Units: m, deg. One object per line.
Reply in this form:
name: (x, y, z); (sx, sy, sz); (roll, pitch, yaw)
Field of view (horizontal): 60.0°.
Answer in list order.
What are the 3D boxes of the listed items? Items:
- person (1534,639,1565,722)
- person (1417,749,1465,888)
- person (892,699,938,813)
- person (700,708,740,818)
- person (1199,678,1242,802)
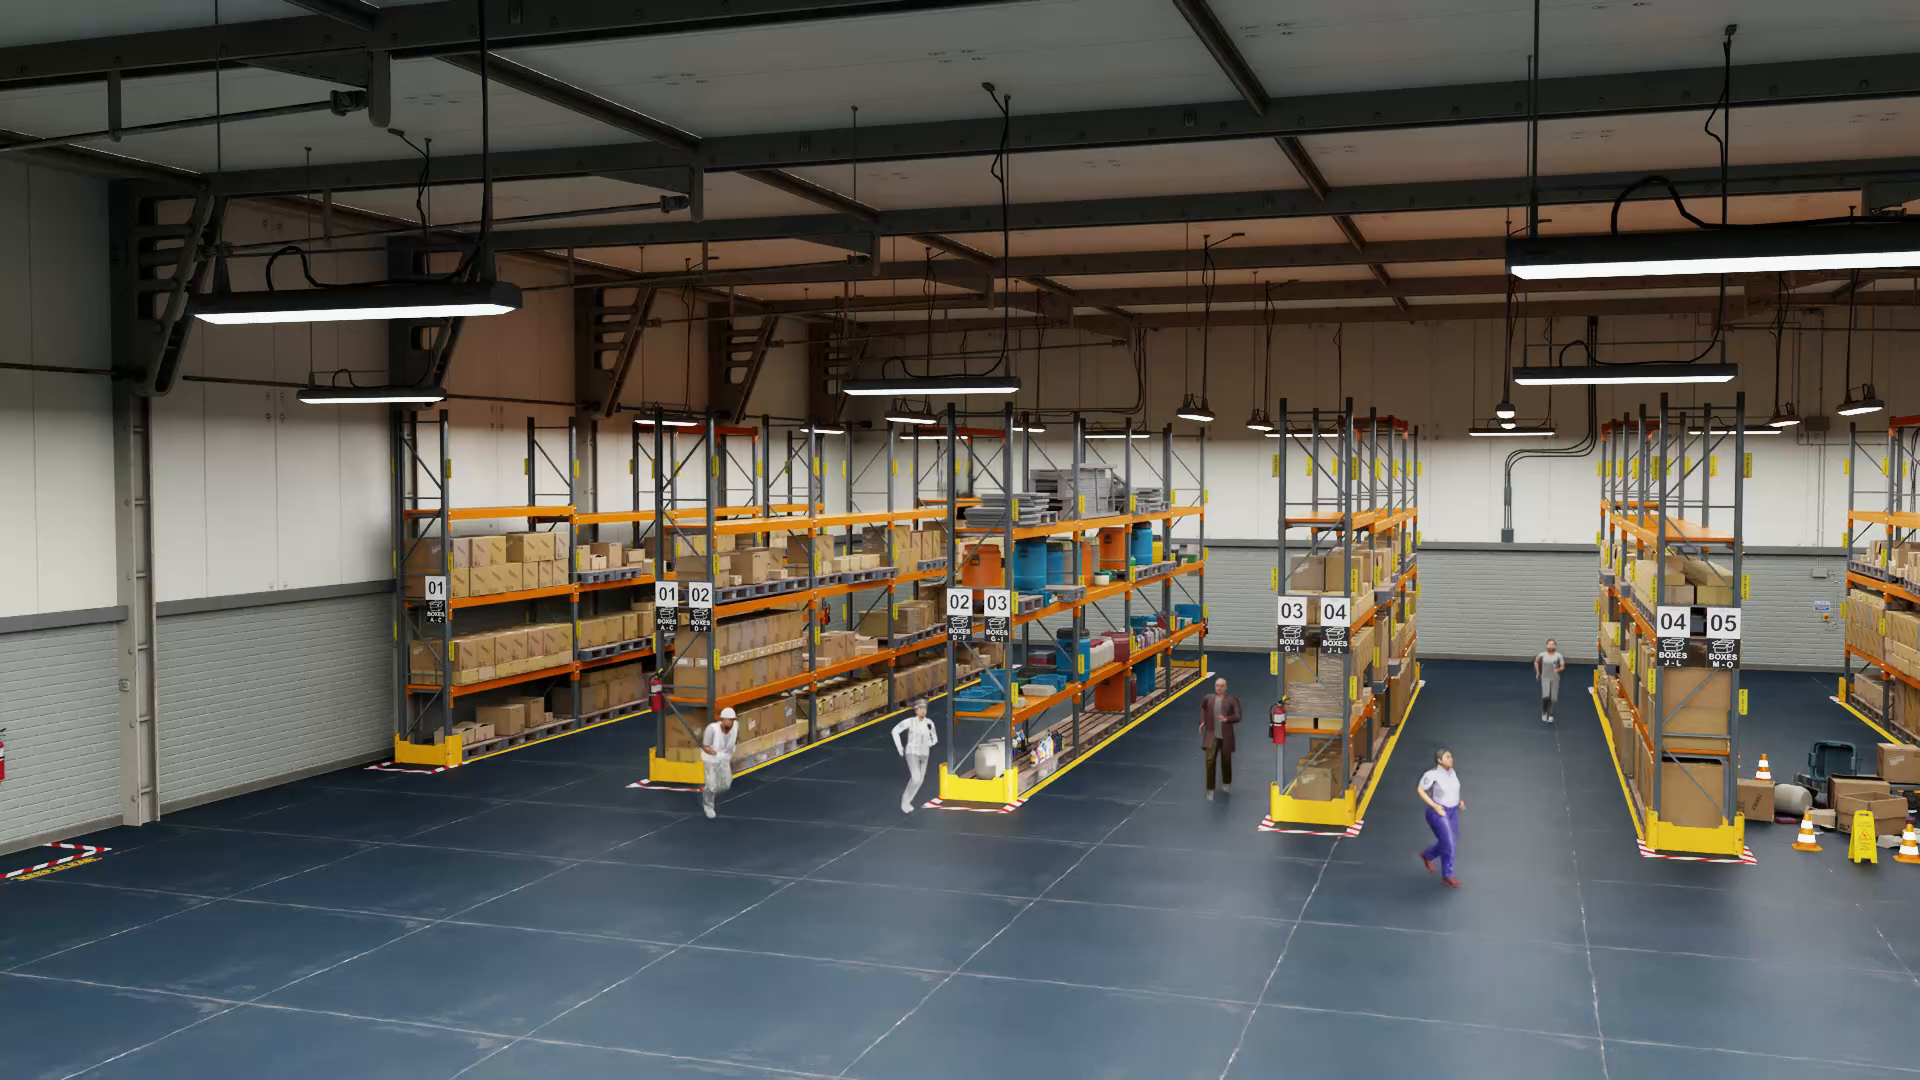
person: (11.585, 2.762, 32.660); (0.546, 1.638, 0.647); (1, 3, 15)
person: (5.815, 3.332, 20.109); (0.614, 1.632, 0.697); (-2, 3, -36)
person: (-0.611, 3.131, 24.167); (0.617, 1.646, 0.568); (-1, 3, -30)
person: (-3.413, 3.181, 23.826); (0.704, 1.617, 0.847); (-2, 3, -41)
person: (3.955, 3.008, 25.304); (0.680, 1.821, 0.916); (1, 3, 16)
